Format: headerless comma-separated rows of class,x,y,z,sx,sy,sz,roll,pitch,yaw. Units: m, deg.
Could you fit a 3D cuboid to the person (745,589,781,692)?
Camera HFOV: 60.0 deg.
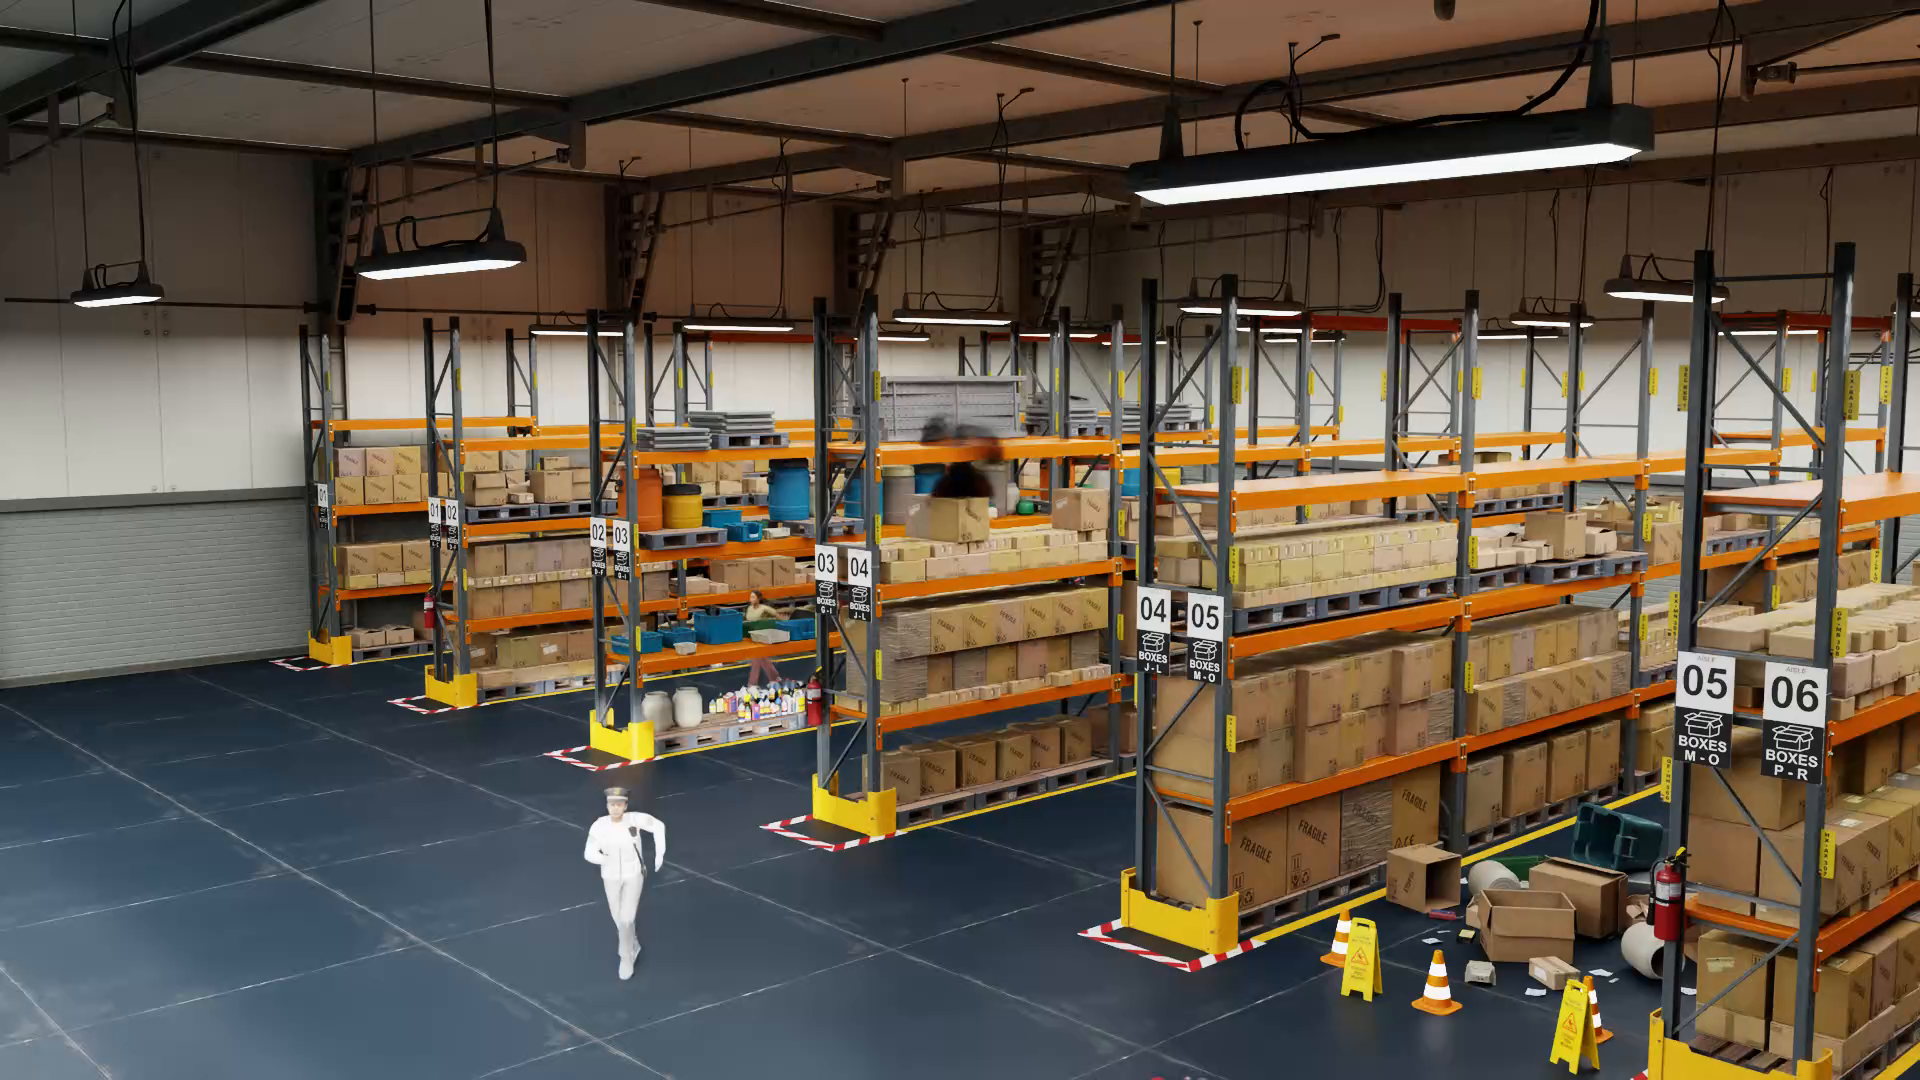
person,-3.208,1.629,26.731,0.529,1.696,0.887,5,8,43

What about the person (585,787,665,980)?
person,-2.860,2.894,14.200,0.641,1.676,0.787,0,6,-2
